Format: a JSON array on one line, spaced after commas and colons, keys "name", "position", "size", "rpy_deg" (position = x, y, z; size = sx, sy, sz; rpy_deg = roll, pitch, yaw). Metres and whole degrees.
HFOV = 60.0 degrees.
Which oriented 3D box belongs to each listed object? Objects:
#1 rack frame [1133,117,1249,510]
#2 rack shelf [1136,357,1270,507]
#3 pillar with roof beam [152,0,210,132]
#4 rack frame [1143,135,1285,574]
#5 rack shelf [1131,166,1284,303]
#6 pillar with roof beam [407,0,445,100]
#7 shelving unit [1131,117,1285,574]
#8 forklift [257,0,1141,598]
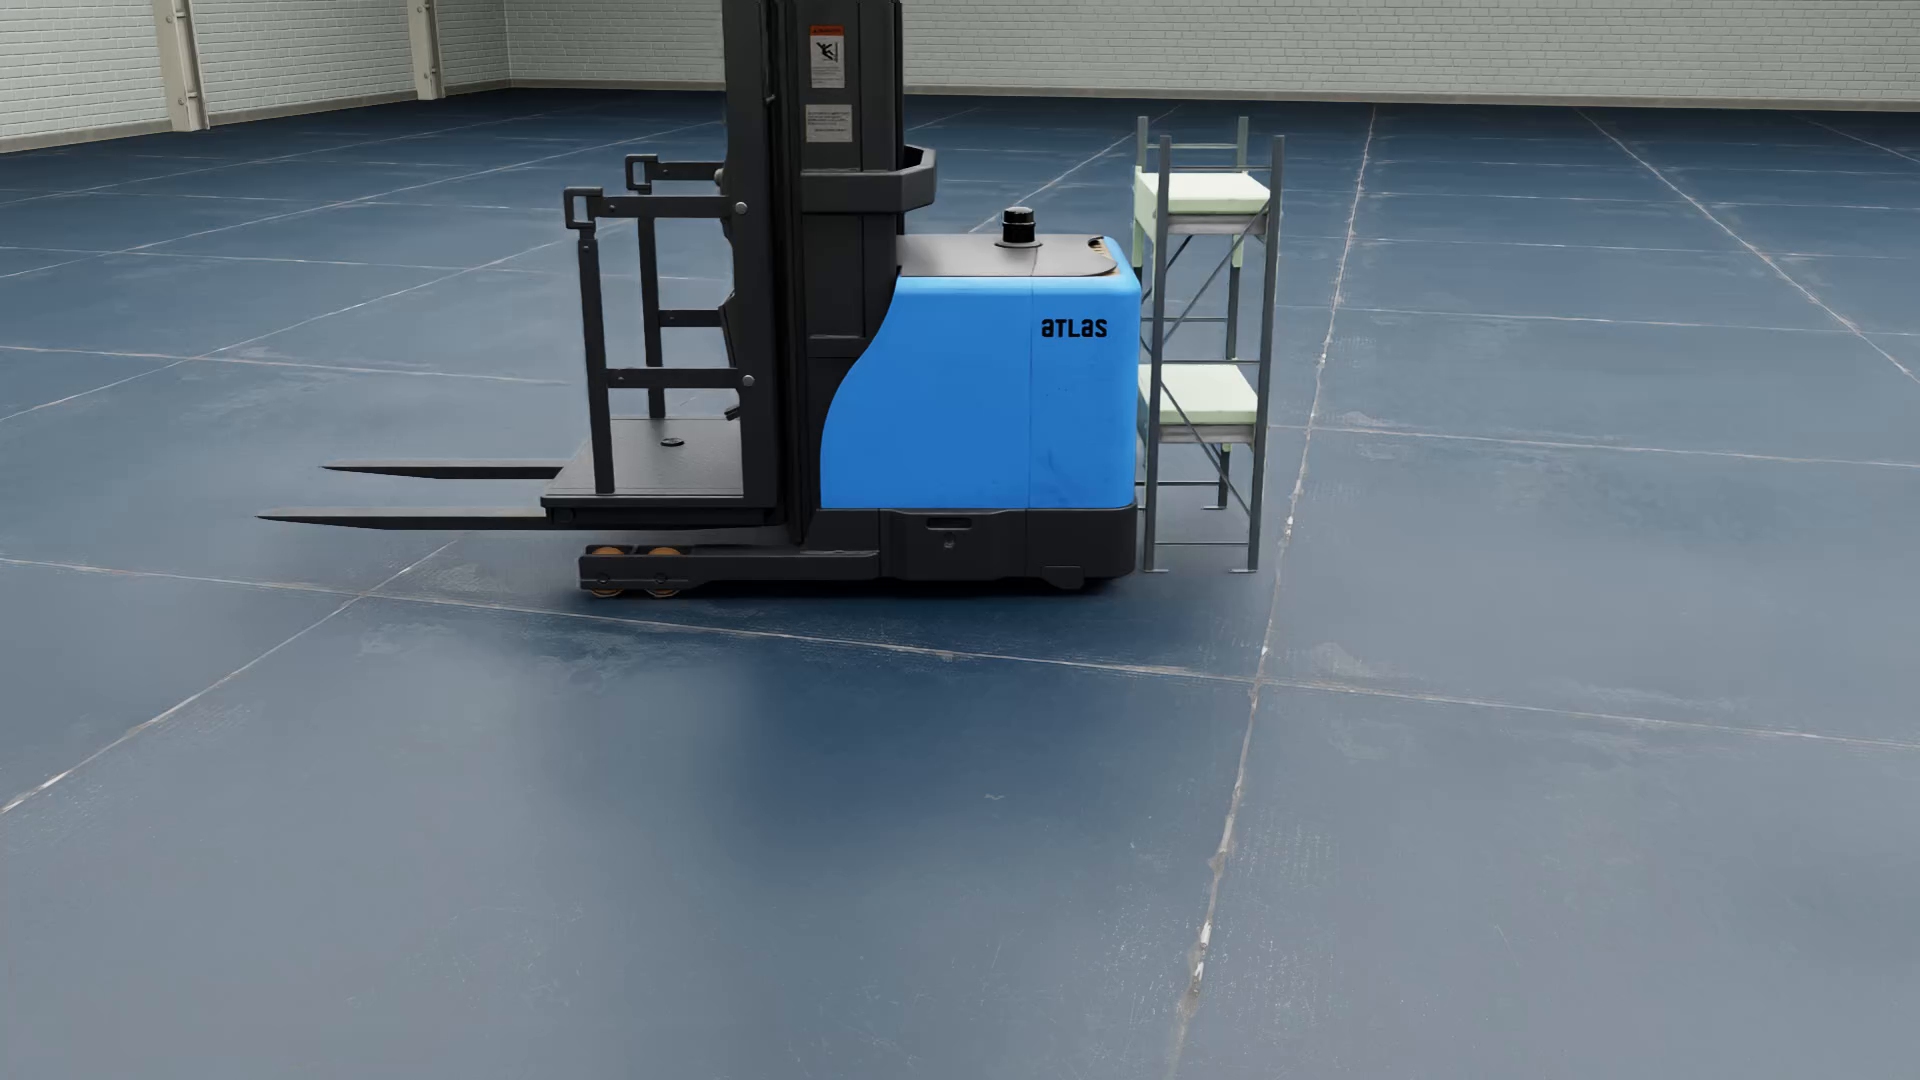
[{"name": "rack frame", "position": [0.850, -0.833, 6.304], "size": [0.400, 1.500, 0.023], "rpy_deg": [0, 19, 0]}, {"name": "rack shelf", "position": [0.848, -0.406, 6.063], "size": [0.431, 0.370, 0.720], "rpy_deg": [0, 19, 0]}, {"name": "pillar with roof beam", "position": [-6.124, -9.407, 19.806], "size": [9.100, 9.000, 0.400], "rpy_deg": [5, 19, 13]}, {"name": "rack frame", "position": [0.847, -0.596, 5.612], "size": [0.400, 1.500, 0.023], "rpy_deg": [0, 19, 0]}, {"name": "rack shelf", "position": [0.848, -1.084, 5.832], "size": [0.431, 0.370, 0.720], "rpy_deg": [0, 19, 0]}, {"name": "pillar with roof beam", "position": [-4.658, -11.287, 25.312], "size": [9.100, 9.000, 0.400], "rpy_deg": [5, 19, 13]}, {"name": "shelving unit", "position": [0.848, -0.714, 5.958], "size": [0.431, 1.500, 0.755], "rpy_deg": [0, 19, 0]}, {"name": "forklift", "position": [-0.913, -1.364, 5.646], "size": [3.031, 2.935, 1.130], "rpy_deg": [0, 19, 0]}]
